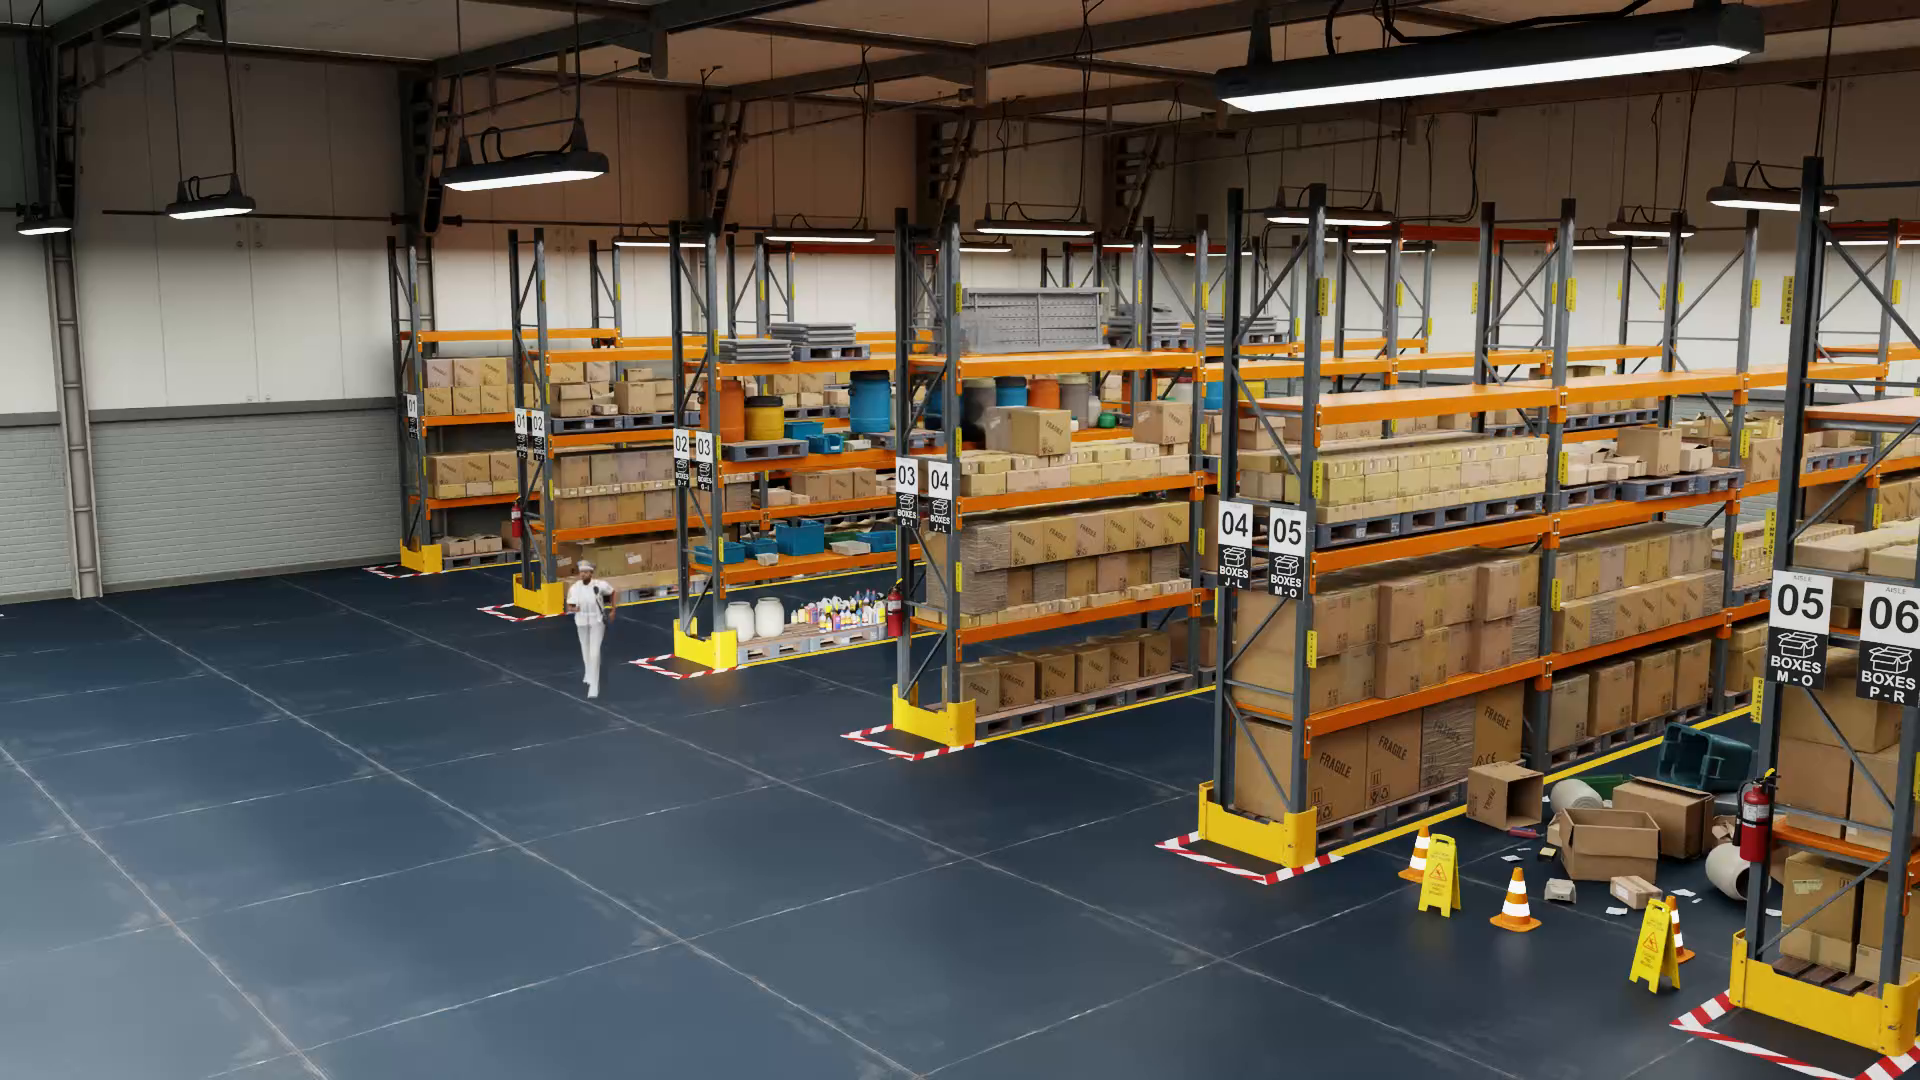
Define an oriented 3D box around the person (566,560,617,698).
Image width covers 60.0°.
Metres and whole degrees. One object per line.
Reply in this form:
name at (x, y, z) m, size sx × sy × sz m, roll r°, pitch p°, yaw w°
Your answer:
person at (-4.680, 1.097, 21.162) m, size 0.588 × 1.746 × 0.888 m, roll 0°, pitch 9°, yaw 2°
